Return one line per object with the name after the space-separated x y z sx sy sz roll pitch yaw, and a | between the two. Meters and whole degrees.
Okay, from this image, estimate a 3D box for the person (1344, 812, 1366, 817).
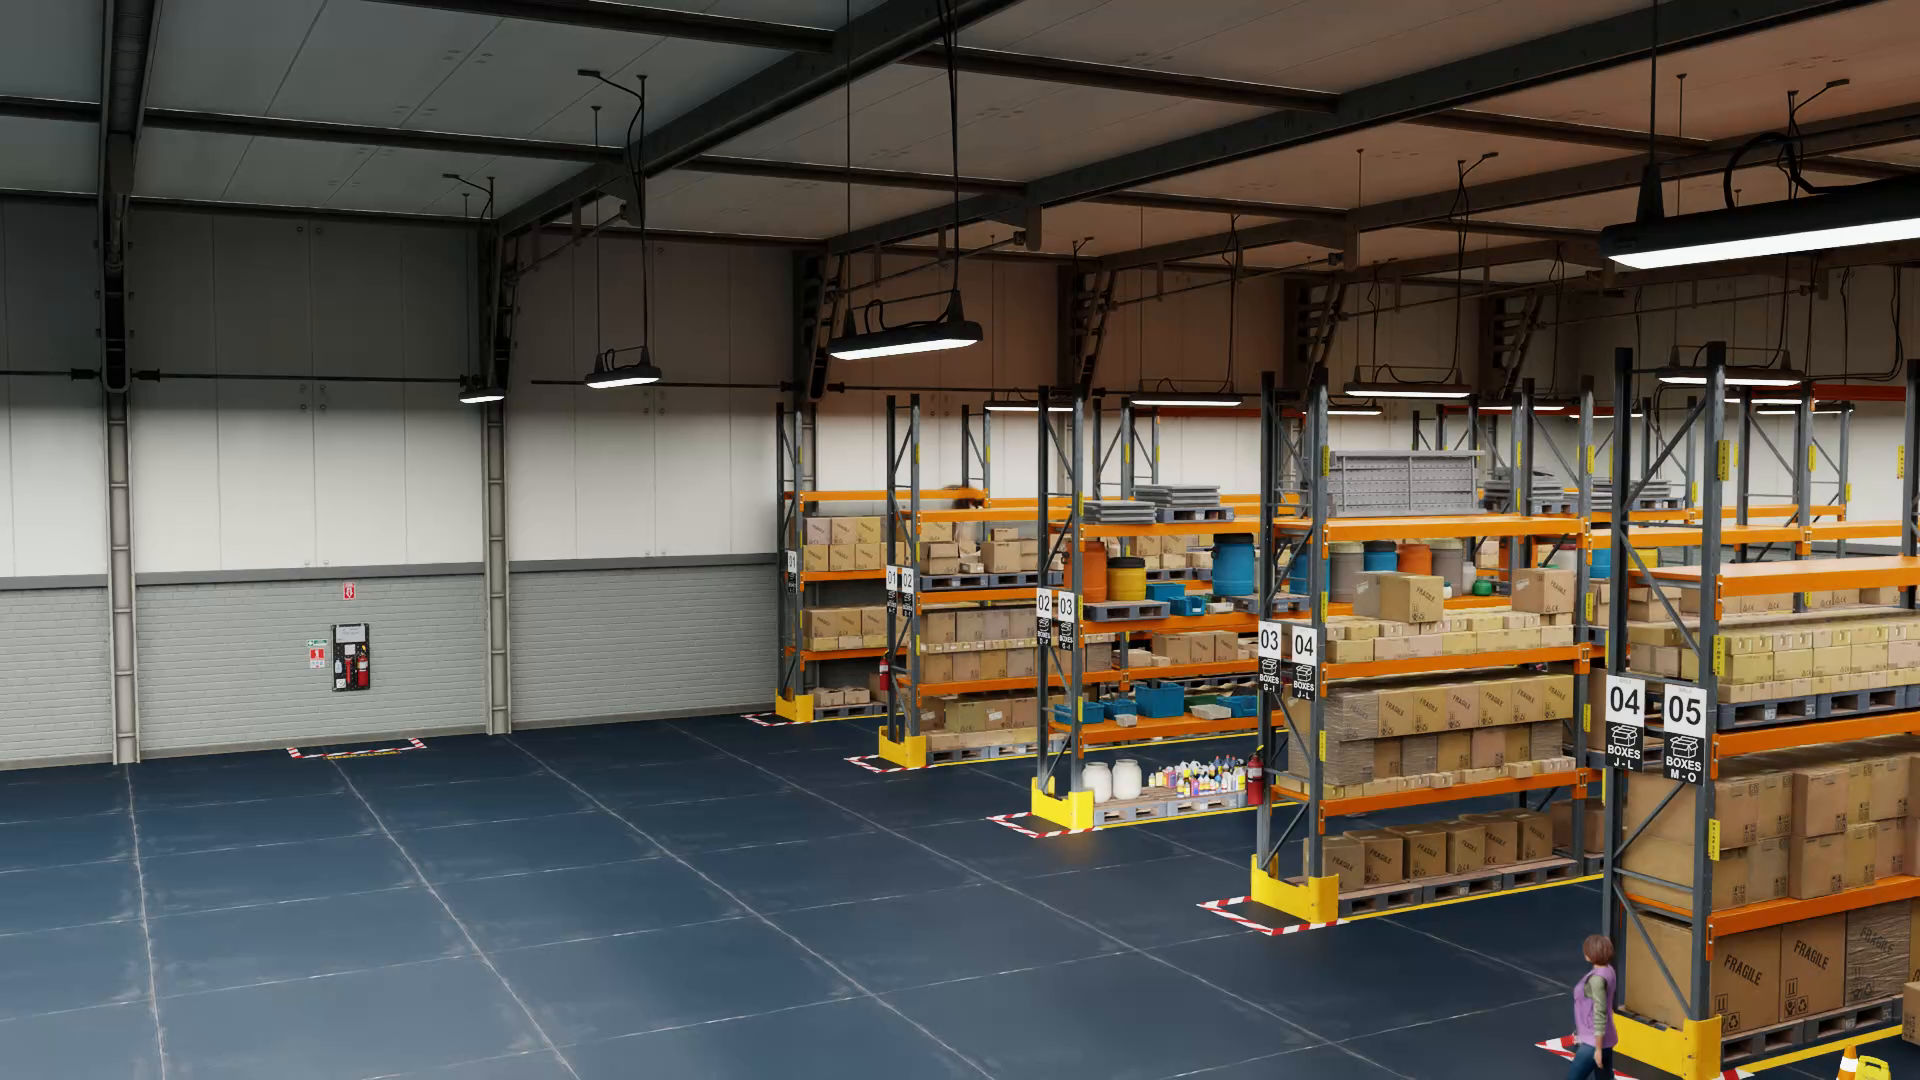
5.574 3.015 23.247 0.336 1.665 0.478 1 3 19 | person

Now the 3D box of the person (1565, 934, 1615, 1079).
4.661 3.674 12.182 0.586 1.395 0.483 1 3 19 | person
